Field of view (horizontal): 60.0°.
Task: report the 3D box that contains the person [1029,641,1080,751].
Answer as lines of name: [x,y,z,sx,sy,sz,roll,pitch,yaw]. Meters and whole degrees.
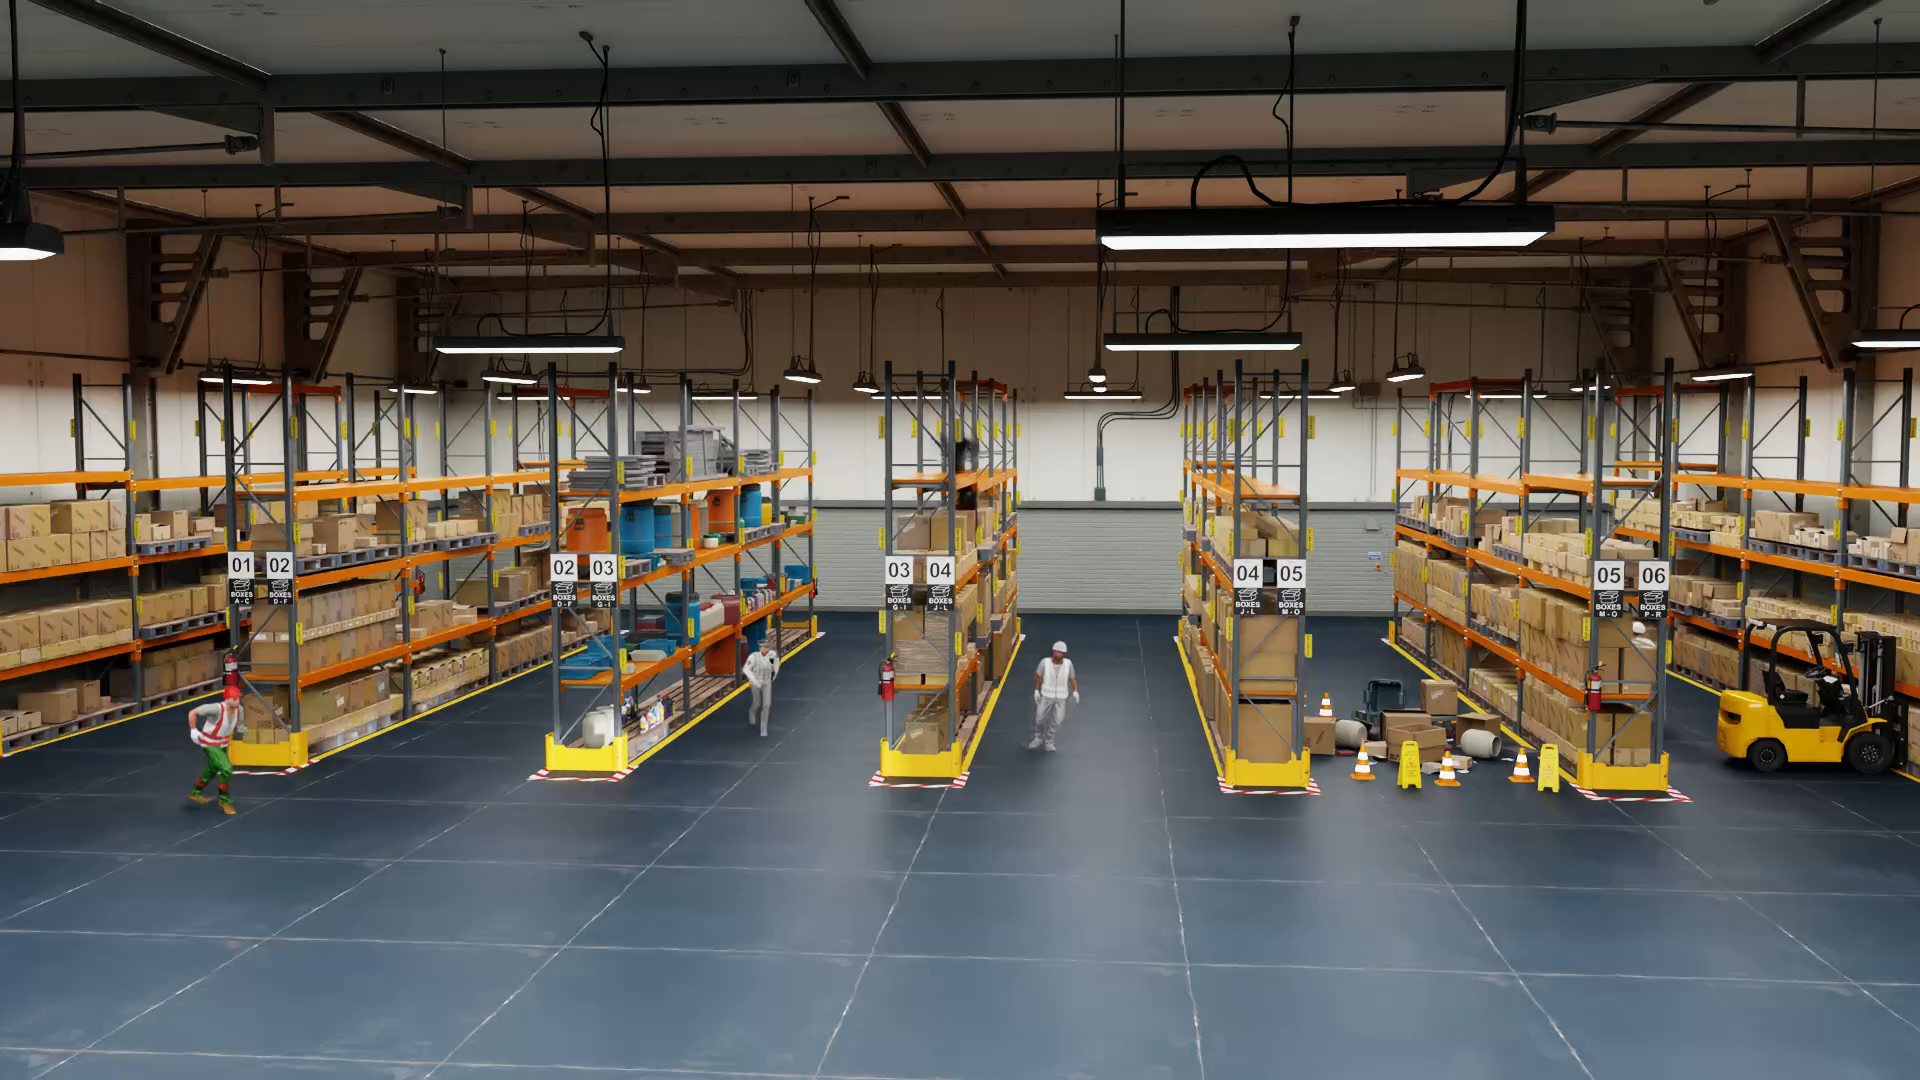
person: [1.445,2.433,25.709,0.739,1.726,0.643,0,4,-6]

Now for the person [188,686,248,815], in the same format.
person: [-9.777,2.757,21.775,1.002,1.728,0.706,2,4,26]

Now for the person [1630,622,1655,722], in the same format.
person: [11.658,2.279,28.389,0.656,1.731,0.794,0,4,-8]

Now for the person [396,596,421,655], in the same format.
person: [-11.544,1.927,34.980,0.609,1.626,0.980,0,4,0]

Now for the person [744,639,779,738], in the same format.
person: [-3.318,2.405,27.577,0.642,1.640,0.967,-2,4,-25]
